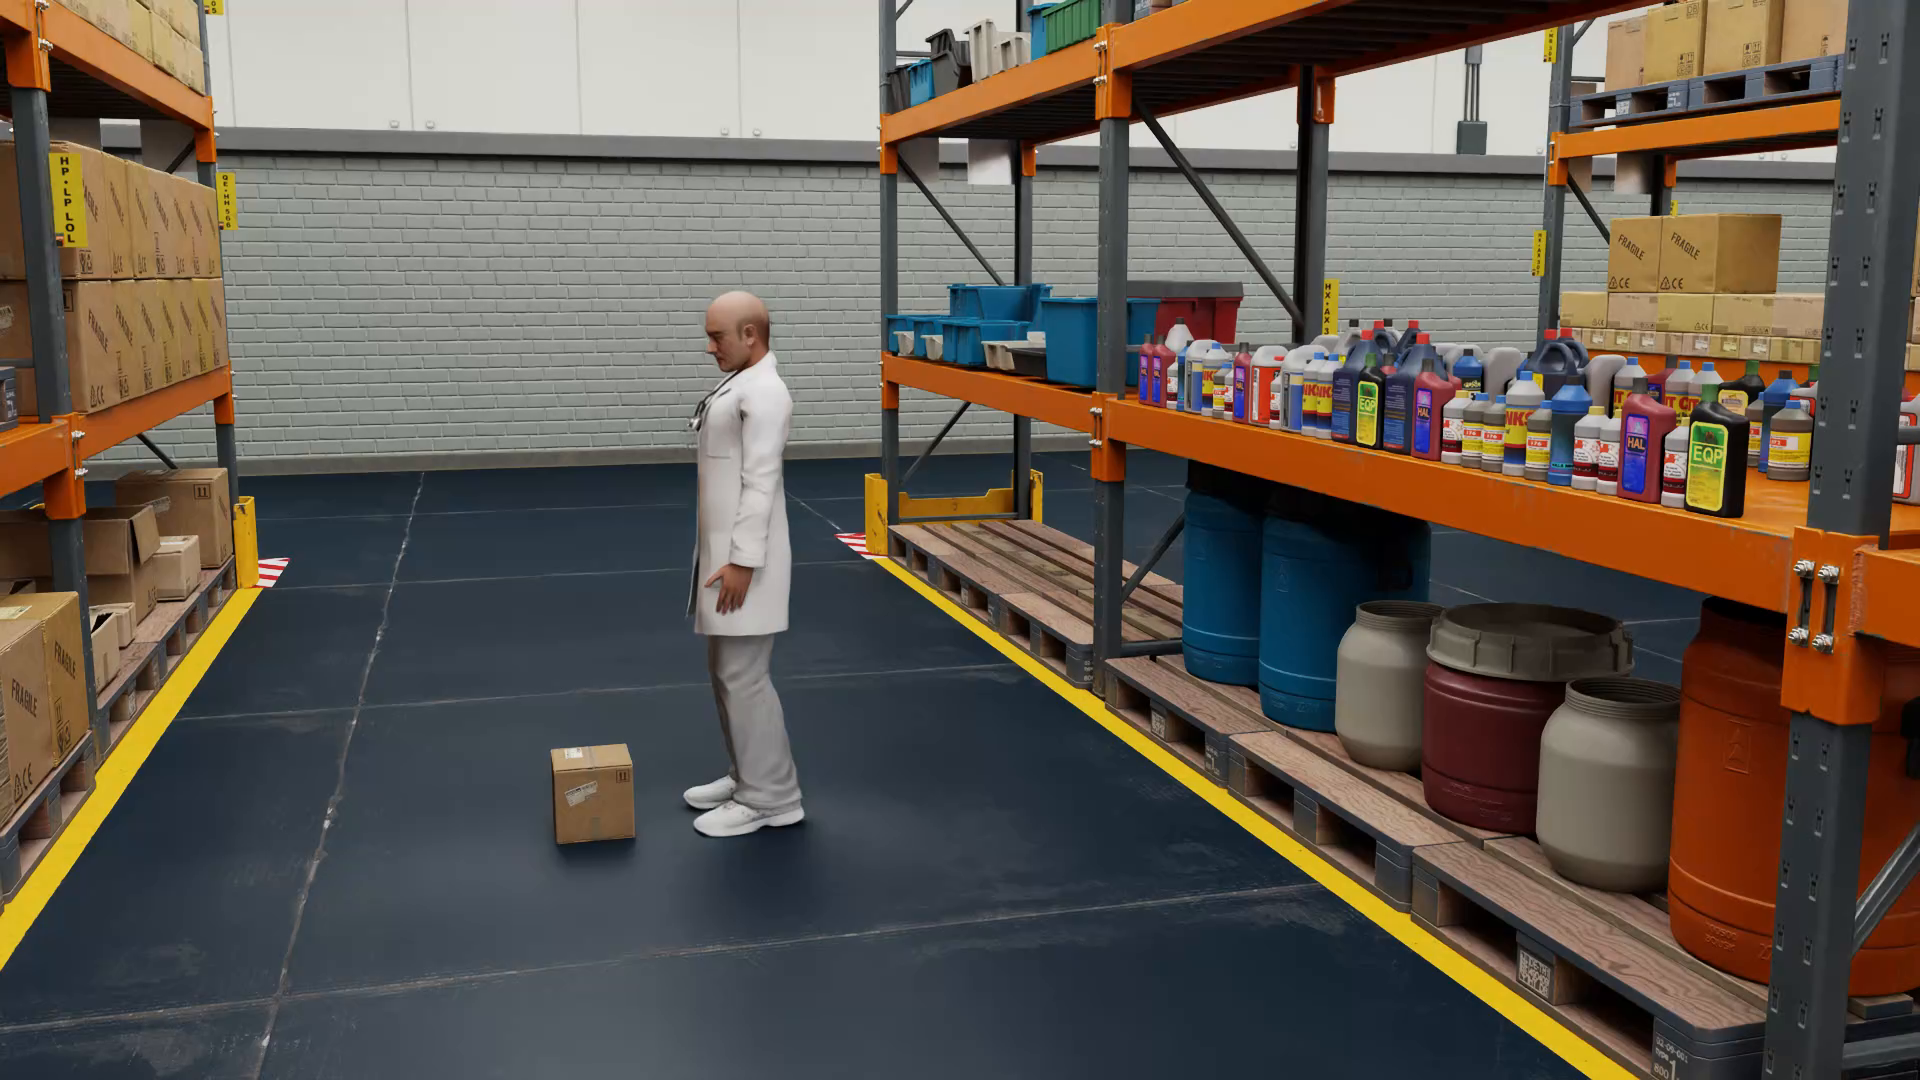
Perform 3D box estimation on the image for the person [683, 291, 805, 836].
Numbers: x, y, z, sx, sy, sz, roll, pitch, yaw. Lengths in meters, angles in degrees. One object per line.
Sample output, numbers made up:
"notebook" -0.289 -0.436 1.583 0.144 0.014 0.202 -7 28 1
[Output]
"person" -0.731 0.073 5.507 0.380 1.778 0.562 -2 9 -15
